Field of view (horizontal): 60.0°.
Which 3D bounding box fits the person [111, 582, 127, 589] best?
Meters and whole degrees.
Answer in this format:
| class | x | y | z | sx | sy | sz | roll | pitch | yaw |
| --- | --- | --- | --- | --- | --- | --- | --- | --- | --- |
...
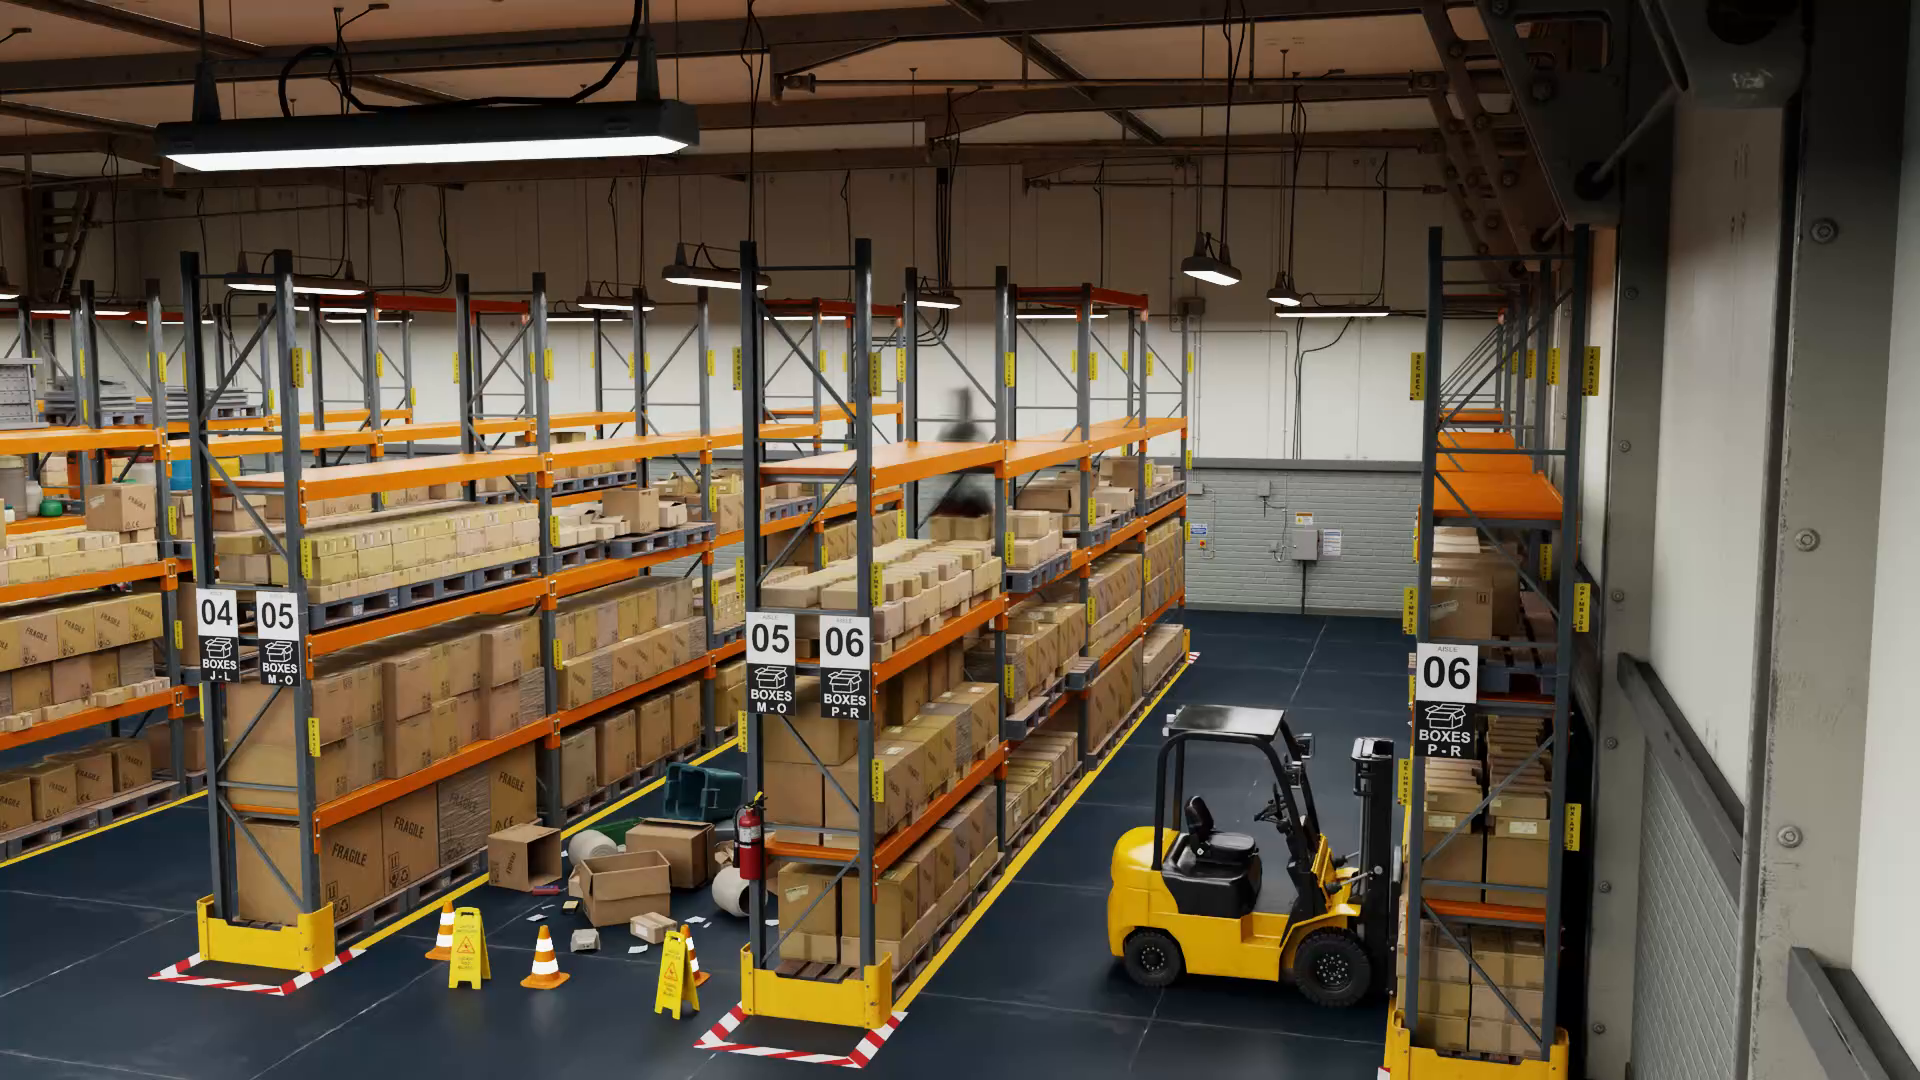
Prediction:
| class | x | y | z | sx | sy | sz | roll | pitch | yaw |
| --- | --- | --- | --- | --- | --- | --- | --- | --- | --- |
| person | -14.833 | 1.012 | 29.407 | 0.649 | 1.751 | 0.629 | 1 | 6 | 10 |
